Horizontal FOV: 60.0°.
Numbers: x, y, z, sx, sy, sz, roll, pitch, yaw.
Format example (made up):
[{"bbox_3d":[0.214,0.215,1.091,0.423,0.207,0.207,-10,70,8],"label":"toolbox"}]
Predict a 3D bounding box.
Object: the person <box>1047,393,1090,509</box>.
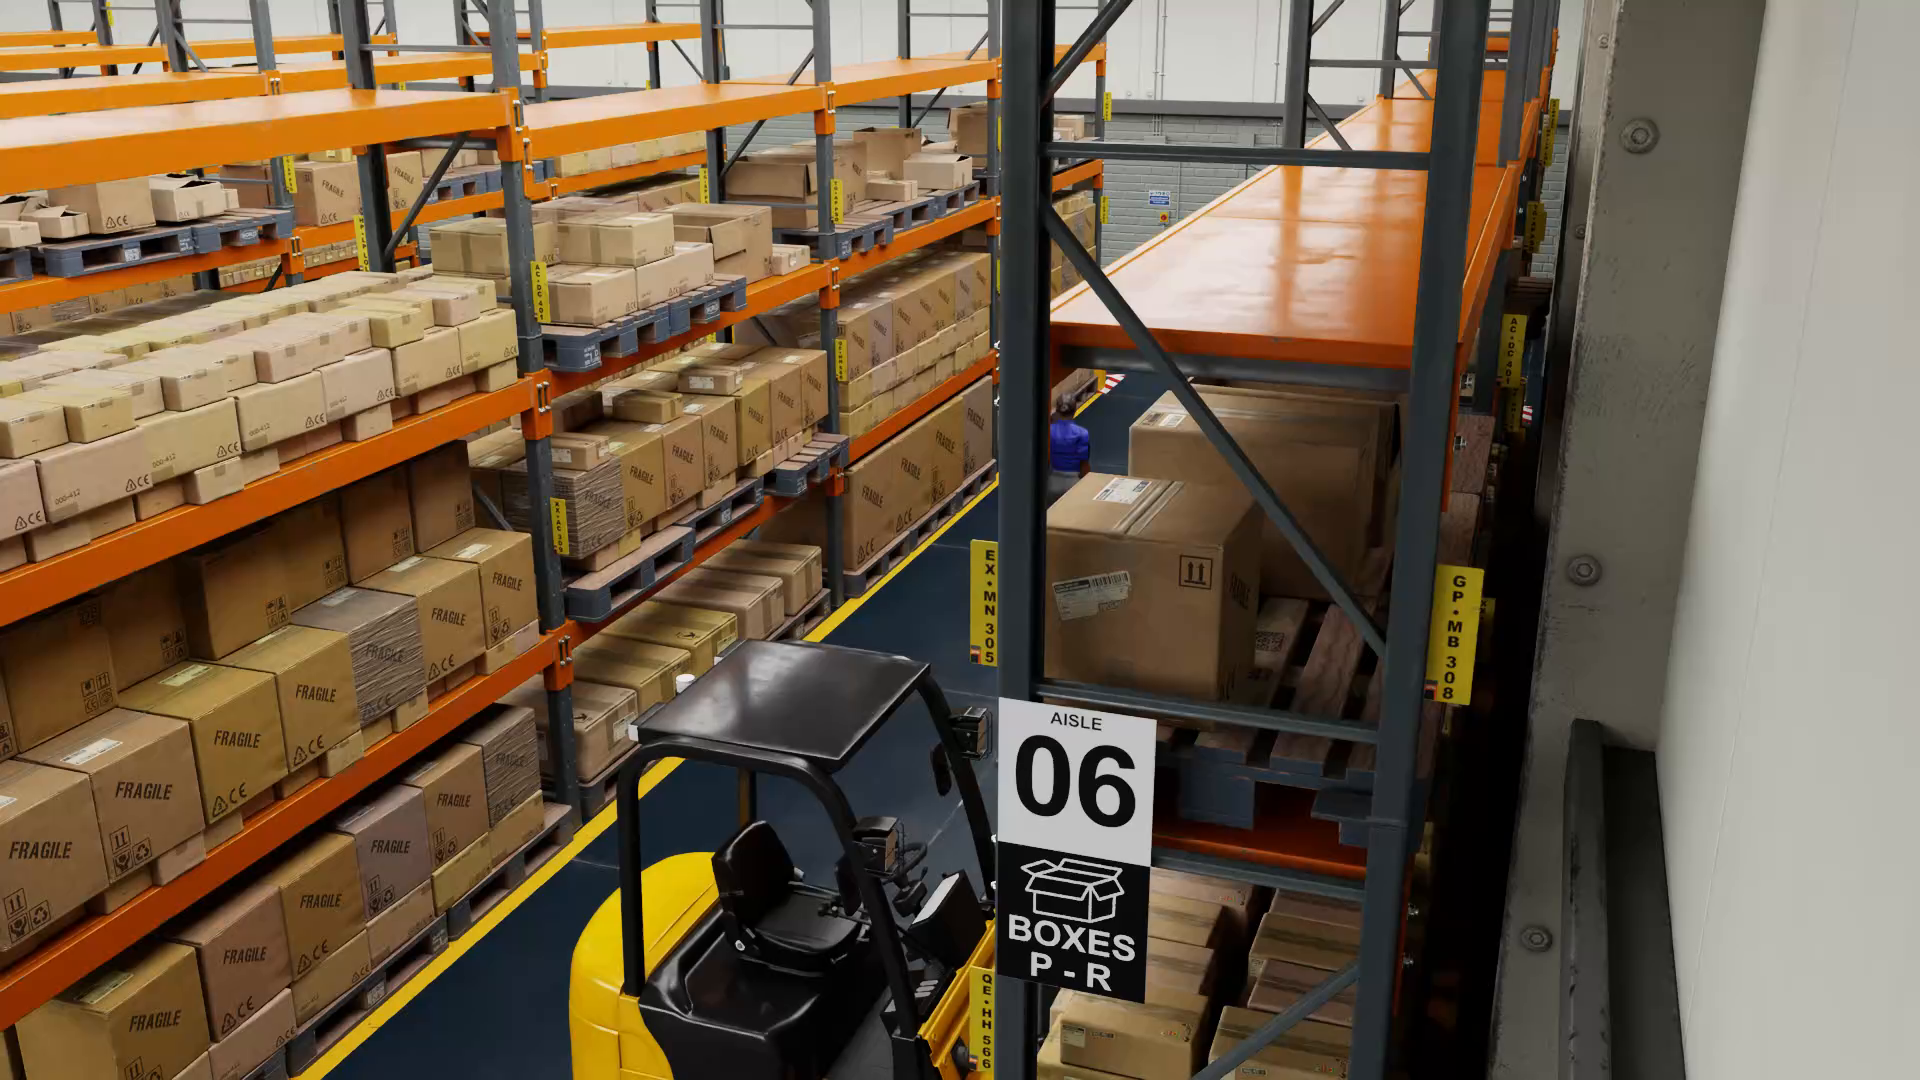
[{"bbox_3d":[0.870,-0.409,13.804,0.440,1.658,0.305,7,20,19],"label":"person"}]
